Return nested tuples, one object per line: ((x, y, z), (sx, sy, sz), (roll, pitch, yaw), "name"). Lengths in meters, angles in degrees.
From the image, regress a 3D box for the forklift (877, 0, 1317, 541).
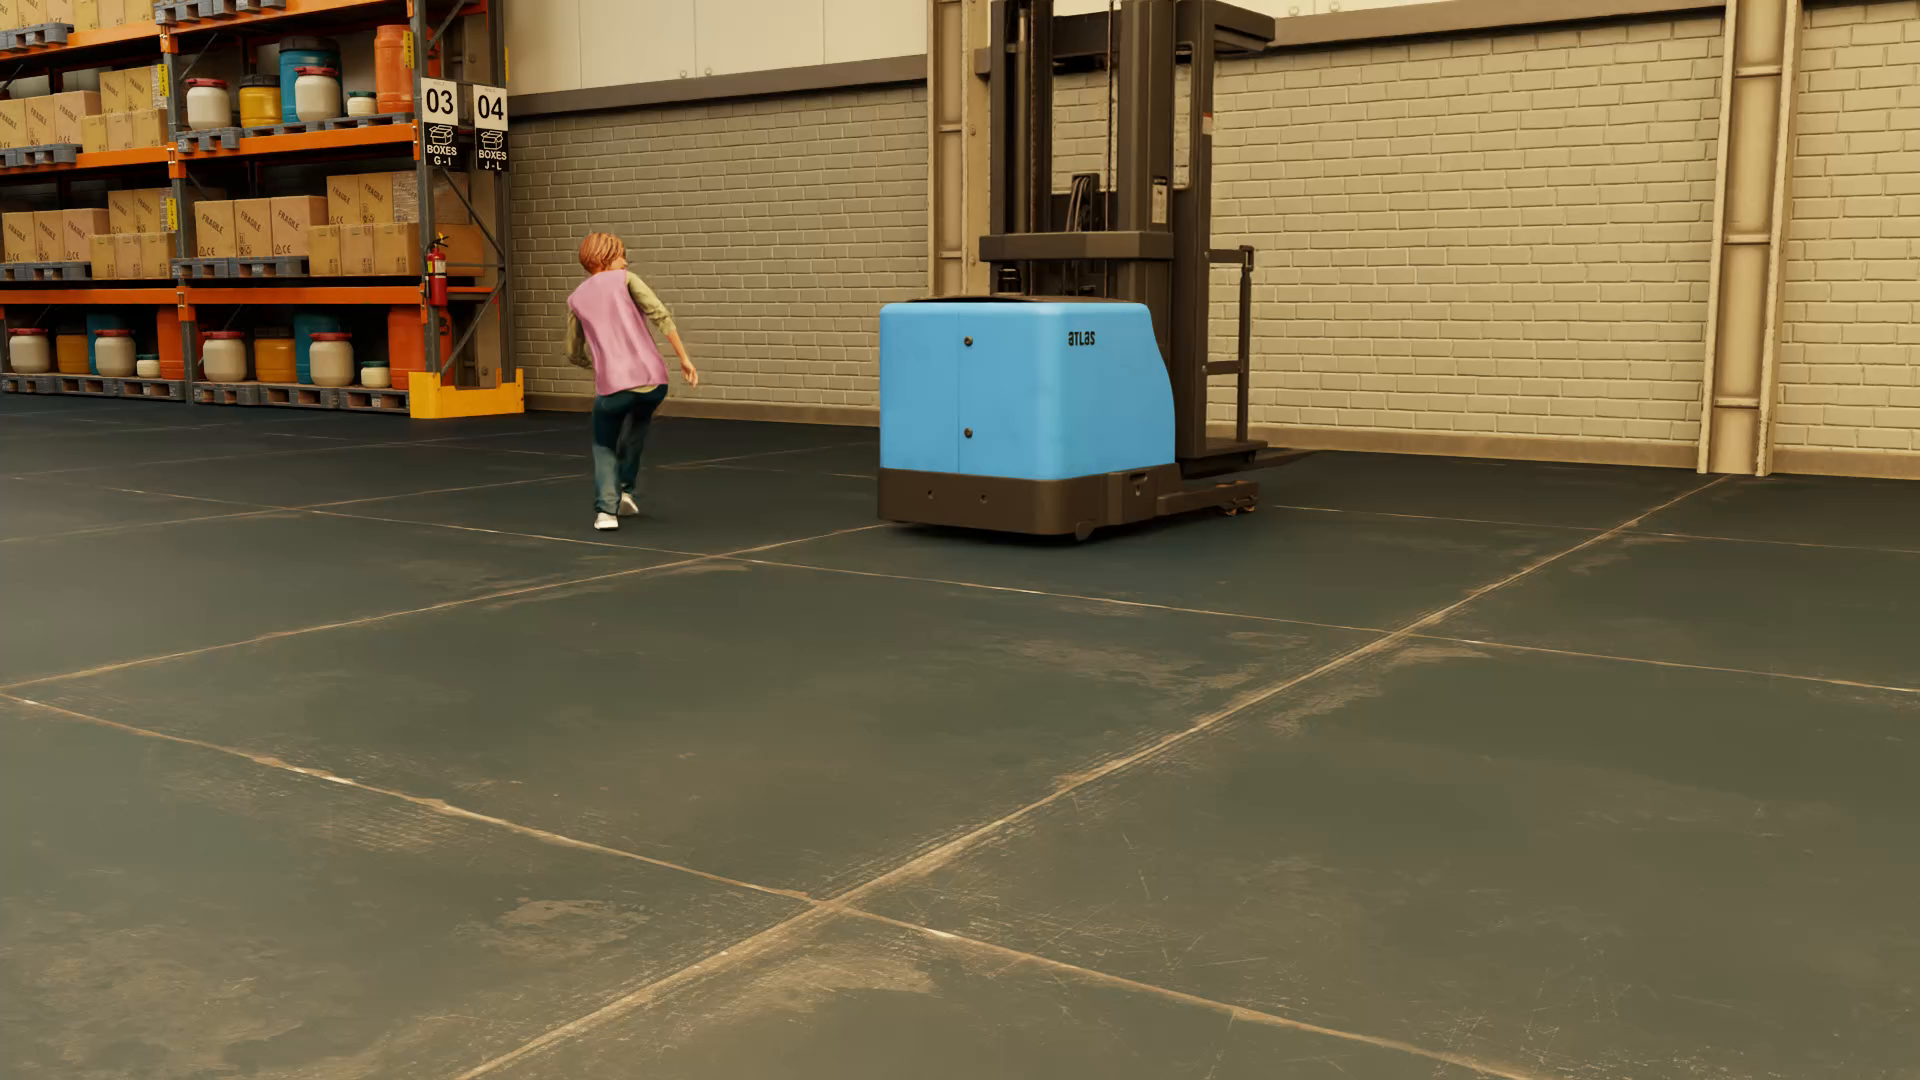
((0.900, -1.609, 8.507), (1.130, 2.935, 3.031), (6, 10, 37), "forklift")

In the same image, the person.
((-1.597, -0.775, 8.111), (0.636, 1.423, 0.688), (-1, 8, -8), "person")
